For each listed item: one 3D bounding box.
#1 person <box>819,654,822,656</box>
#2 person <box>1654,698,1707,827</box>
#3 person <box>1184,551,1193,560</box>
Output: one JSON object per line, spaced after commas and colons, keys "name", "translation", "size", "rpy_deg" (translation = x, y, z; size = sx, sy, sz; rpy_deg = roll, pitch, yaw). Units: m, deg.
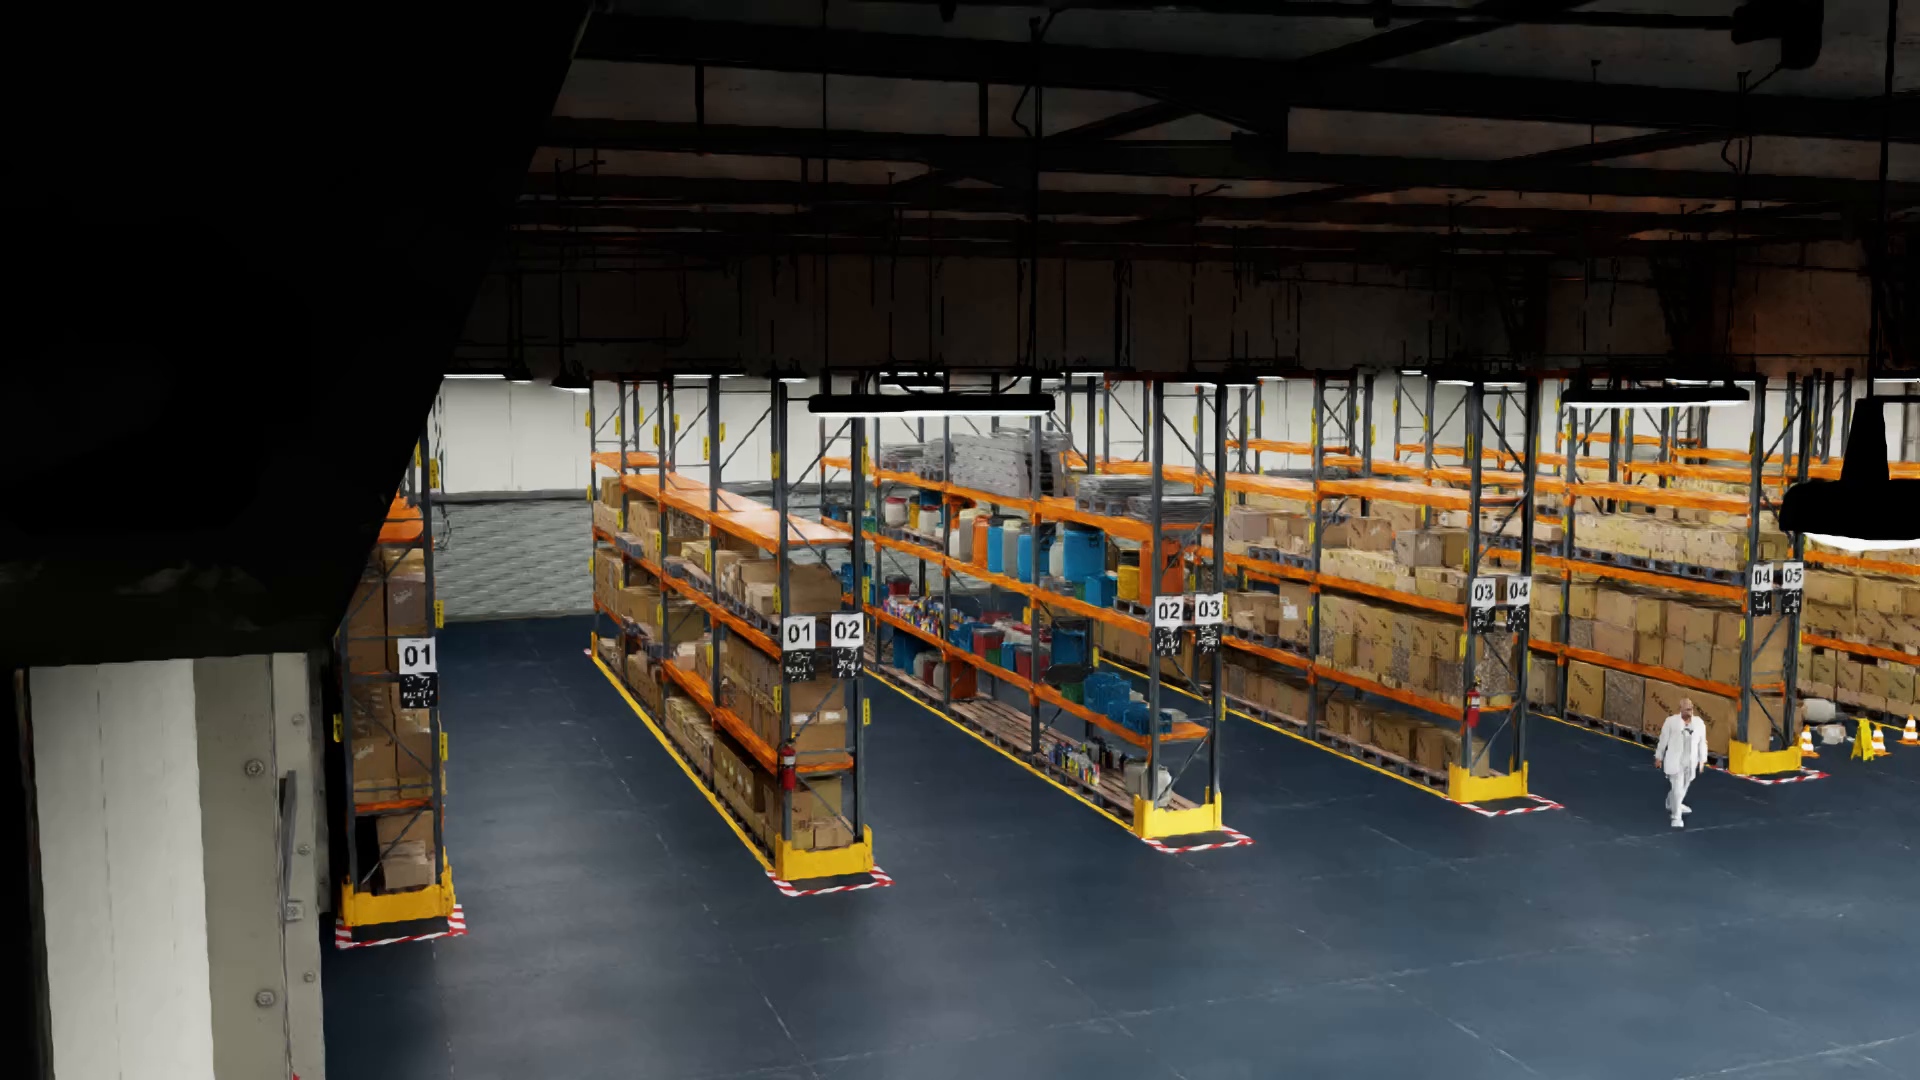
{"name": "person", "translation": [-2.762, 2.020, 30.849], "size": [0.589, 1.721, 0.668], "rpy_deg": [0, 6, 4]}
{"name": "person", "translation": [9.765, 2.969, 22.520], "size": [0.630, 1.722, 1.044], "rpy_deg": [0, 6, 0]}
{"name": "person", "translation": [5.781, 0.733, 42.314], "size": [0.441, 1.771, 0.690], "rpy_deg": [1, 6, 10]}
